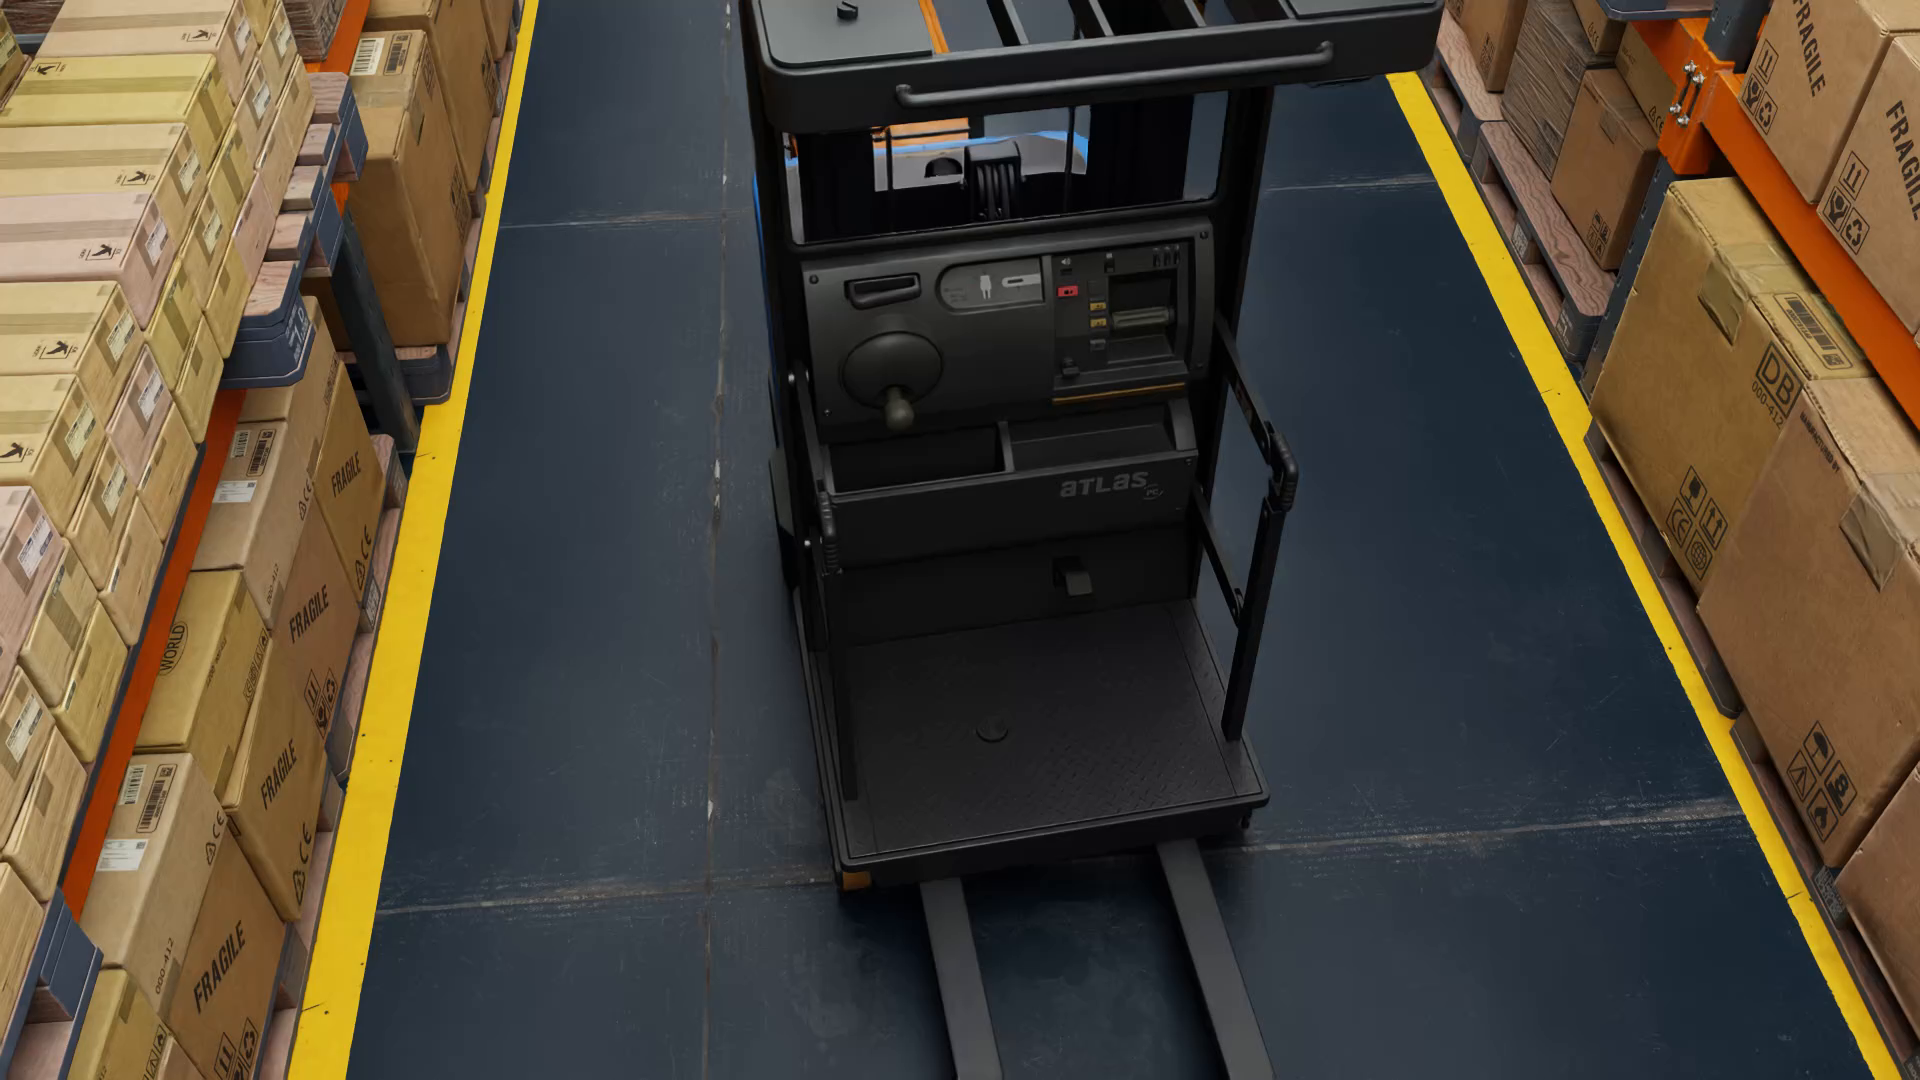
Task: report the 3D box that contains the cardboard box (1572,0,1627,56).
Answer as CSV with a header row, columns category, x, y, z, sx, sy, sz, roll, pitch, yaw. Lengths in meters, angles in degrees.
category,x,y,z,sx,sy,sz,roll,pitch,yaw
cardboard box,2.502,-1.970,5.952,0.500,0.250,0.500,1,47,1

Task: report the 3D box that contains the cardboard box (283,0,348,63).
category,x,y,z,sx,sy,sz,roll,pitch,yaw
cardboard box,-2.077,-1.702,4.727,0.500,0.500,0.500,-3,47,-3

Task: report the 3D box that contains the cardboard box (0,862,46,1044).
category,x,y,z,sx,sy,sz,roll,pitch,yaw
cardboard box,-1.614,0.634,2.467,0.380,0.149,0.250,-3,47,-3

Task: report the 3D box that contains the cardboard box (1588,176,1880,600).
category,x,y,z,sx,sy,sz,roll,pitch,yaw
cardboard box,2.680,-0.468,4.801,1.225,0.875,0.875,-5,47,-5

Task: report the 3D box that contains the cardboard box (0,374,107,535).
category,x,y,z,sx,sy,sz,roll,pitch,yaw
cardboard box,-1.684,-0.138,2.789,0.380,0.149,0.250,-2,47,-2

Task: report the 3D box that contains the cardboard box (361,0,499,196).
category,x,y,z,sx,sy,sz,roll,pitch,yaw
cardboard box,-2.346,-1.775,6.126,1.050,0.750,0.750,-3,47,-3

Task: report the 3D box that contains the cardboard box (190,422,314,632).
category,x,y,z,sx,sy,sz,roll,pitch,yaw
cardboard box,-1.937,-0.025,4.124,0.500,0.250,0.500,-3,47,-3

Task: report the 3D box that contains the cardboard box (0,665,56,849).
category,x,y,z,sx,sy,sz,roll,pitch,yaw
cardboard box,-1.641,0.337,2.543,0.380,0.149,0.250,-2,47,-2

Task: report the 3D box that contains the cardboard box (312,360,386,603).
category,x,y,z,sx,sy,sz,roll,pitch,yaw
cardboard box,-1.993,-0.151,4.759,0.500,0.500,0.500,-4,47,-3

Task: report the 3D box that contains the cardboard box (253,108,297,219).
category,x,y,z,sx,sy,sz,roll,pitch,yaw
cardboard box,-1.790,-0.875,3.897,0.380,0.149,0.250,-4,47,-3

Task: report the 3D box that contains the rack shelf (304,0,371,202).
category,x,y,z,sx,sy,sz,roll,pitch,yaw
rack shelf,-2.476,-2.526,6.072,1.077,0.370,4.000,-3,47,-3

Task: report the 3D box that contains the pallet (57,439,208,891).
category,x,y,z,sx,sy,sz,roll,pitch,yaw
pallet,-2.102,0.170,3.156,1.003,0.211,1.213,-3,47,-3

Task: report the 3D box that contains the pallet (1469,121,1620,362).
category,x,y,z,sx,sy,sz,roll,pitch,yaw
pallet,2.579,-1.161,6.204,1.003,0.211,1.213,-3,47,-3

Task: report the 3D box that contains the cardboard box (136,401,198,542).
category,x,y,z,sx,sy,sz,roll,pitch,yaw
cardboard box,-1.707,-0.127,3.188,0.380,0.149,0.250,-2,47,-2

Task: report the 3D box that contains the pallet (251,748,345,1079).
category,x,y,z,sx,sy,sz,roll,pitch,yaw
pallet,-2.145,1.079,4.083,1.003,0.211,1.213,-3,47,-3

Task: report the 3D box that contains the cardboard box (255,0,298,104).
category,x,y,z,sx,sy,sz,roll,pitch,yaw
cardboard box,-1.813,-1.157,3.958,0.380,0.149,0.250,-3,47,-2

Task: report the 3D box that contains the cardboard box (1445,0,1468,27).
category,x,y,z,sx,sy,sz,roll,pitch,yaw
cardboard box,2.406,-2.544,7.012,0.700,0.500,0.500,-7,47,-7

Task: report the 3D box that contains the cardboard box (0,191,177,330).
category,x,y,z,sx,sy,sz,roll,pitch,yaw
cardboard box,-1.729,-0.523,3.153,0.380,0.149,0.250,-3,47,-3

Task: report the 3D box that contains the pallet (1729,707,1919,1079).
category,x,y,z,sx,sy,sz,roll,pitch,yaw
pallet,2.733,0.860,4.290,1.003,0.211,1.213,-3,47,-3

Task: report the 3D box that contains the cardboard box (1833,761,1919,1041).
category,x,y,z,sx,sy,sz,roll,pitch,yaw
cardboard box,2.828,0.818,3.584,1.225,0.875,0.875,-5,47,-5

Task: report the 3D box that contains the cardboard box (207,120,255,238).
category,x,y,z,sx,sy,sz,roll,pitch,yaw
cardboard box,-1.765,-0.773,3.595,0.380,0.149,0.250,-2,47,-2

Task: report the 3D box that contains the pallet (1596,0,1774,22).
category,x,y,z,sx,sy,sz,roll,pitch,yaw
pallet,2.477,-1.998,5.208,1.213,0.211,1.003,-3,47,-3

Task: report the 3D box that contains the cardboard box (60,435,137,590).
category,x,y,z,sx,sy,sz,roll,pitch,yaw
cardboard box,-1.681,-0.037,2.898,0.380,0.149,0.250,-4,47,-4

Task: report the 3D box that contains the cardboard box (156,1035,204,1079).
category,x,y,z,sx,sy,sz,roll,pitch,yaw
cardboard box,-1.817,1.350,3.338,0.500,0.500,0.500,-2,47,-1

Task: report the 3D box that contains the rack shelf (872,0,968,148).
category,x,y,z,sx,sy,sz,roll,pitch,yaw
rack shelf,-0.270,-1.434,5.430,0.538,0.278,1.000,-8,47,-7

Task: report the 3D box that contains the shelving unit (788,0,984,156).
category,x,y,z,sx,sy,sz,roll,pitch,yaw
shelving unit,-0.270,-1.233,5.643,0.538,1.125,1.048,-8,47,-7

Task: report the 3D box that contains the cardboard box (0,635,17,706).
category,x,y,z,sx,sy,sz,roll,pitch,yaw
cardboard box,-1.637,0.239,2.431,0.380,0.149,0.250,-4,47,-4

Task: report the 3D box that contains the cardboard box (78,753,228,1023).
category,x,y,z,sx,sy,sz,roll,pitch,yaw
cardboard box,-1.857,0.720,3.418,0.500,0.250,0.500,-2,47,-2

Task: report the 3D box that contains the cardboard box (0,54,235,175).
category,x,y,z,sx,sy,sz,roll,pitch,yaw
cardboard box,-1.770,-0.891,3.502,0.380,0.149,0.250,-2,47,-2

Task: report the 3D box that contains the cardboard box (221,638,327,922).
category,x,y,z,sx,sy,sz,roll,pitch,yaw
cardboard box,-1.893,0.607,4.042,0.500,0.500,0.500,-5,47,-5

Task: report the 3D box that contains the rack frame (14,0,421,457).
category,x,y,z,sx,sy,sz,roll,pitch,yaw
rack frame,-2.308,-1.326,4.440,1.000,3.000,0.127,-3,47,-3

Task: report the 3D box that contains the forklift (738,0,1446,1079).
category,x,y,z,sx,sy,sz,roll,pitch,yaw
forklift,0.160,-0.386,3.597,1.130,2.935,3.031,-8,47,-7

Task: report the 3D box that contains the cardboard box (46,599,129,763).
category,x,y,z,sx,sy,sz,roll,pitch,yaw
cardboard box,-1.663,0.253,2.829,0.380,0.149,0.250,-4,47,-4

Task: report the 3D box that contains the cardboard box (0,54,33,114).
category,x,y,z,sx,sy,sz,roll,pitch,yaw
cardboard box,-2.472,-1.048,4.060,0.380,0.149,0.250,-4,47,-4

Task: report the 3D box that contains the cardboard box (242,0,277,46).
category,x,y,z,sx,sy,sz,roll,pitch,yaw
cardboard box,-1.811,-1.262,3.853,0.380,0.149,0.250,-5,47,-5

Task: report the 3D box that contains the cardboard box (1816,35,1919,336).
category,x,y,z,sx,sy,sz,roll,pitch,yaw
cardboard box,2.458,-0.848,3.918,0.500,0.500,0.500,-5,47,-4

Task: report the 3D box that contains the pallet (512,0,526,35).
category,x,y,z,sx,sy,sz,roll,pitch,yaw
pallet,-2.504,-2.708,7.669,1.003,0.211,1.213,-3,47,-3

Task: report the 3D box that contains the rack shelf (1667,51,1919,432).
category,x,y,z,sx,sy,sz,roll,pitch,yaw
rack shelf,2.810,0.140,3.547,1.077,0.370,4.000,-3,47,-3

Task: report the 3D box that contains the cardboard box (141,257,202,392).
category,x,y,z,sx,sy,sz,roll,pitch,yaw
cardboard box,-1.726,-0.412,3.253,0.380,0.149,0.250,-4,47,-4

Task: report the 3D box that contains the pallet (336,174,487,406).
category,x,y,z,sx,sy,sz,roll,pitch,yaw
pallet,-2.299,-0.942,5.997,1.003,0.211,1.213,-3,47,-3

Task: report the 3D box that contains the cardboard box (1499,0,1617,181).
category,x,y,z,sx,sy,sz,roll,pitch,yaw
cardboard box,2.507,-1.730,6.241,0.700,0.500,0.500,-7,47,-7

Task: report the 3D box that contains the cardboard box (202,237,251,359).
category,x,y,z,sx,sy,sz,roll,pitch,yaw
cardboard box,-1.751,-0.509,3.550,0.380,0.149,0.250,-4,47,-4
